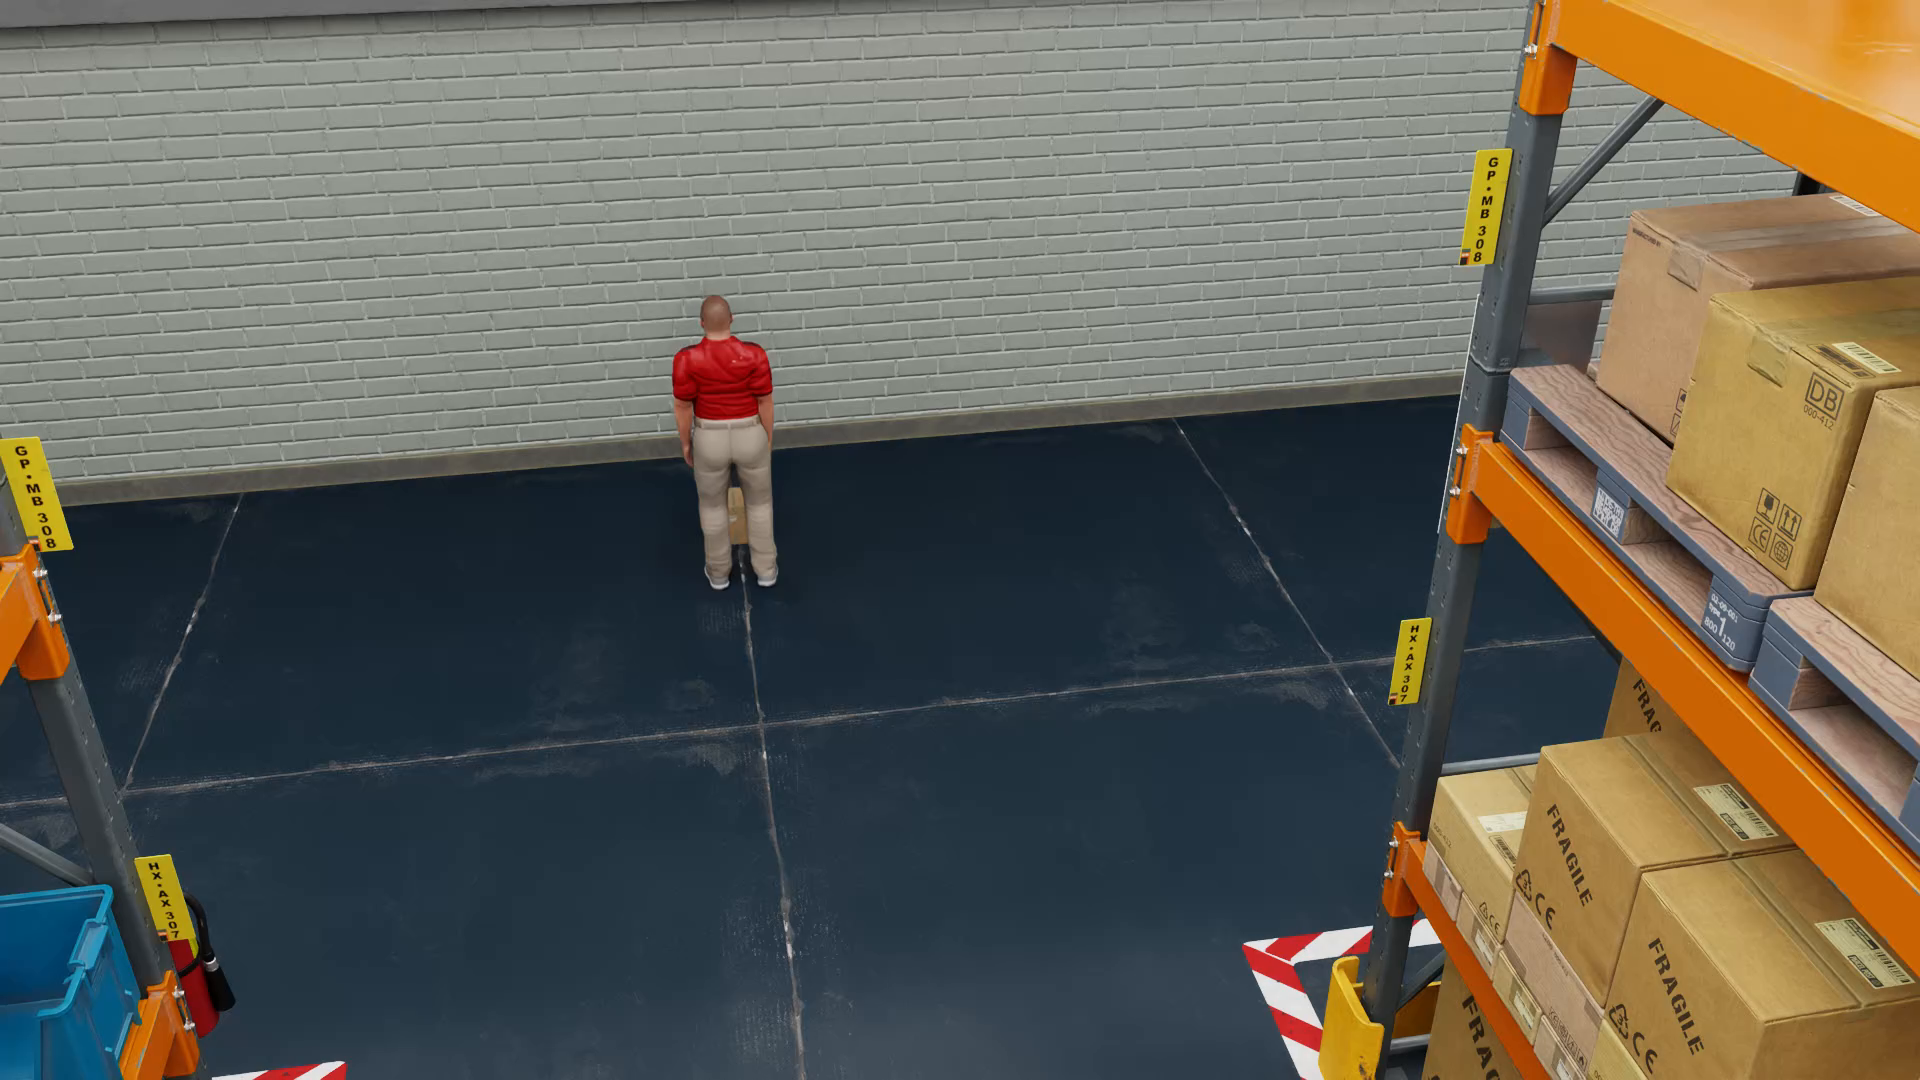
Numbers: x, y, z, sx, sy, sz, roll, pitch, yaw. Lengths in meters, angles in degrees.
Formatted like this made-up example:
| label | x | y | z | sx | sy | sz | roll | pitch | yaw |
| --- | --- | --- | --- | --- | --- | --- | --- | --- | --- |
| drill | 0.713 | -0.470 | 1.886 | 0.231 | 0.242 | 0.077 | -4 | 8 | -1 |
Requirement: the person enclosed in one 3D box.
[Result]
| label | x | y | z | sx | sy | sz | roll | pitch | yaw |
| --- | --- | --- | --- | --- | --- | --- | --- | --- | --- |
| person | -1.271 | -0.528 | 9.068 | 0.530 | 1.743 | 0.361 | -5 | 31 | -8 |
